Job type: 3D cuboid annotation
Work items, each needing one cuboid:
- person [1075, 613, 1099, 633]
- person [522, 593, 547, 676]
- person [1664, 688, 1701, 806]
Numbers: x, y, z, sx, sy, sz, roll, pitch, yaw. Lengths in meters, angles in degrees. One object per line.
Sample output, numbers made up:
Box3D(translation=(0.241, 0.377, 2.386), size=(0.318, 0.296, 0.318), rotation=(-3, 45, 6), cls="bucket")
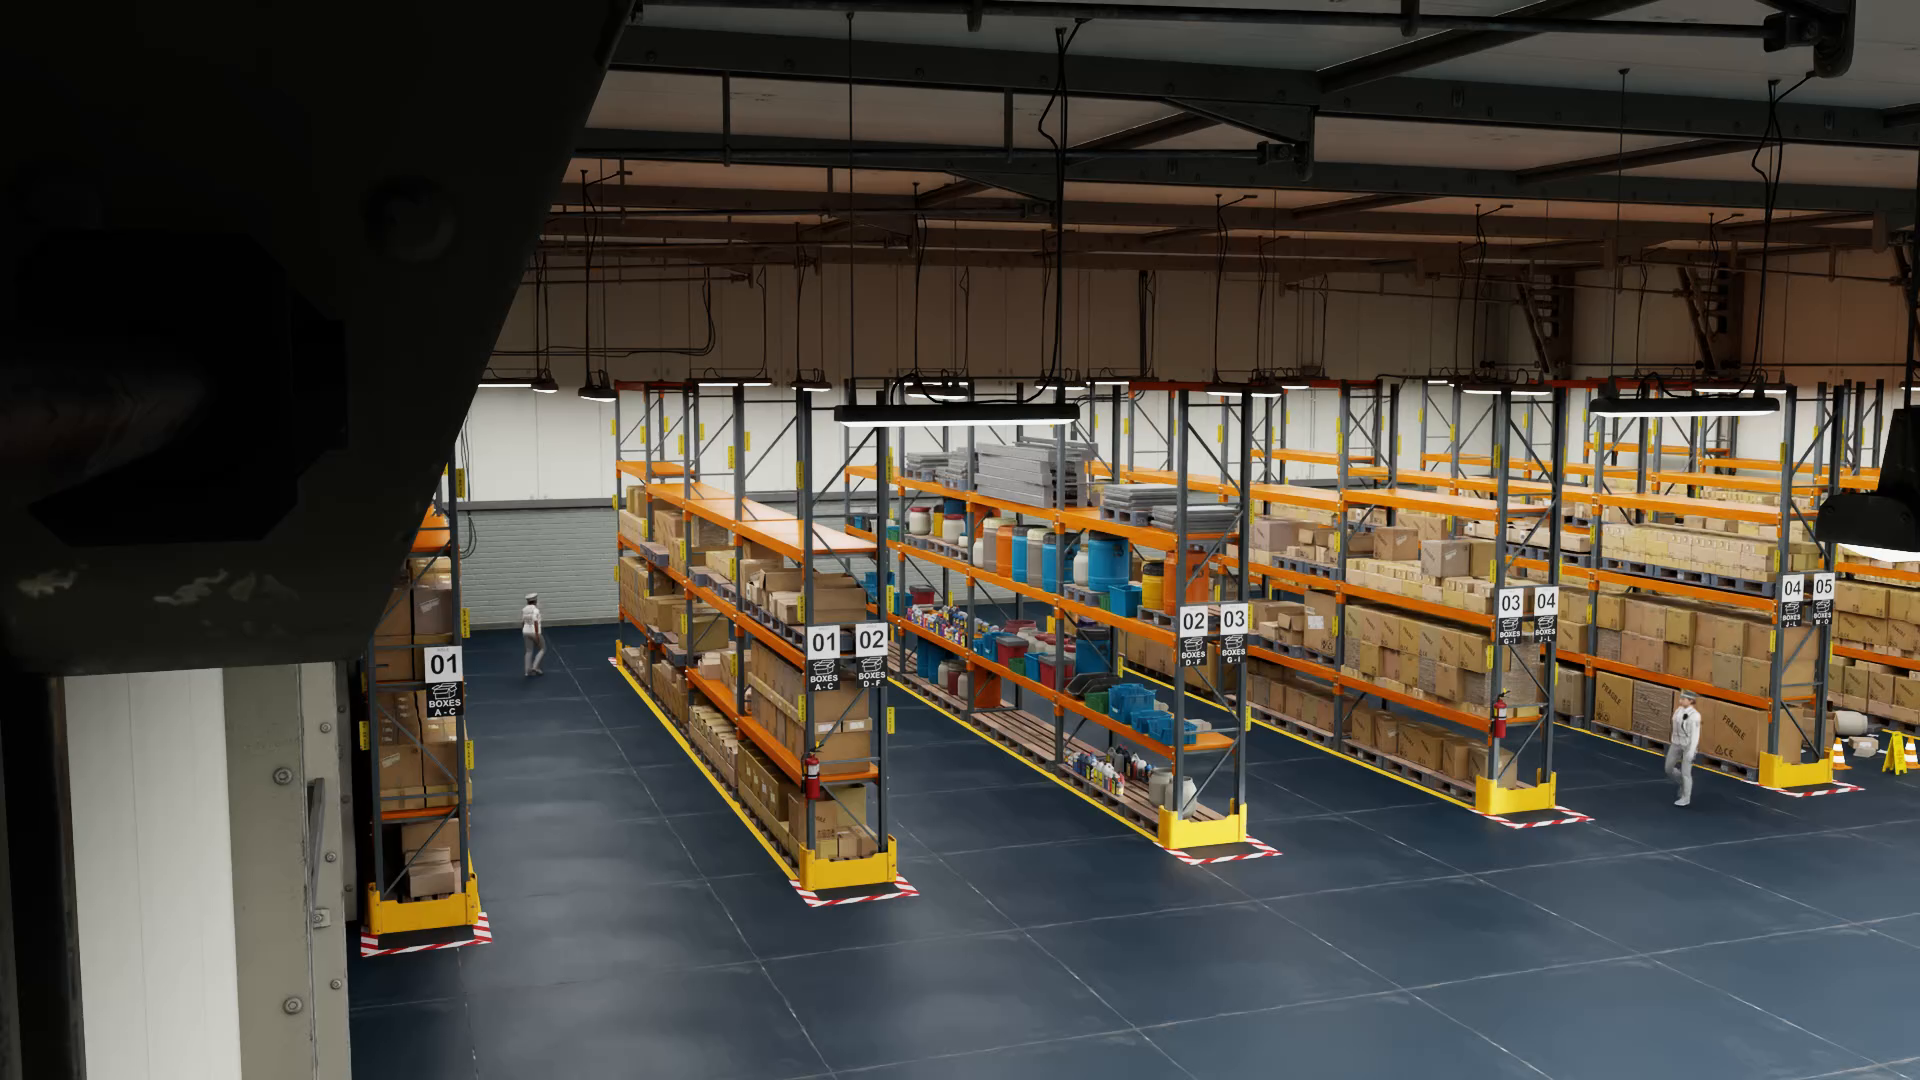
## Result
Box3D(translation=(2.591, 1.739, 33.921), size=(0.551, 1.498, 1.010), rotation=(-1, 6, -9), cls="person")
Box3D(translation=(-8.691, 1.919, 33.781), size=(0.482, 1.663, 0.463), rotation=(3, 7, 25), cls="person")
Box3D(translation=(10.422, 2.958, 23.853), size=(0.455, 1.674, 0.470), rotation=(-4, 7, -34), cls="person")
